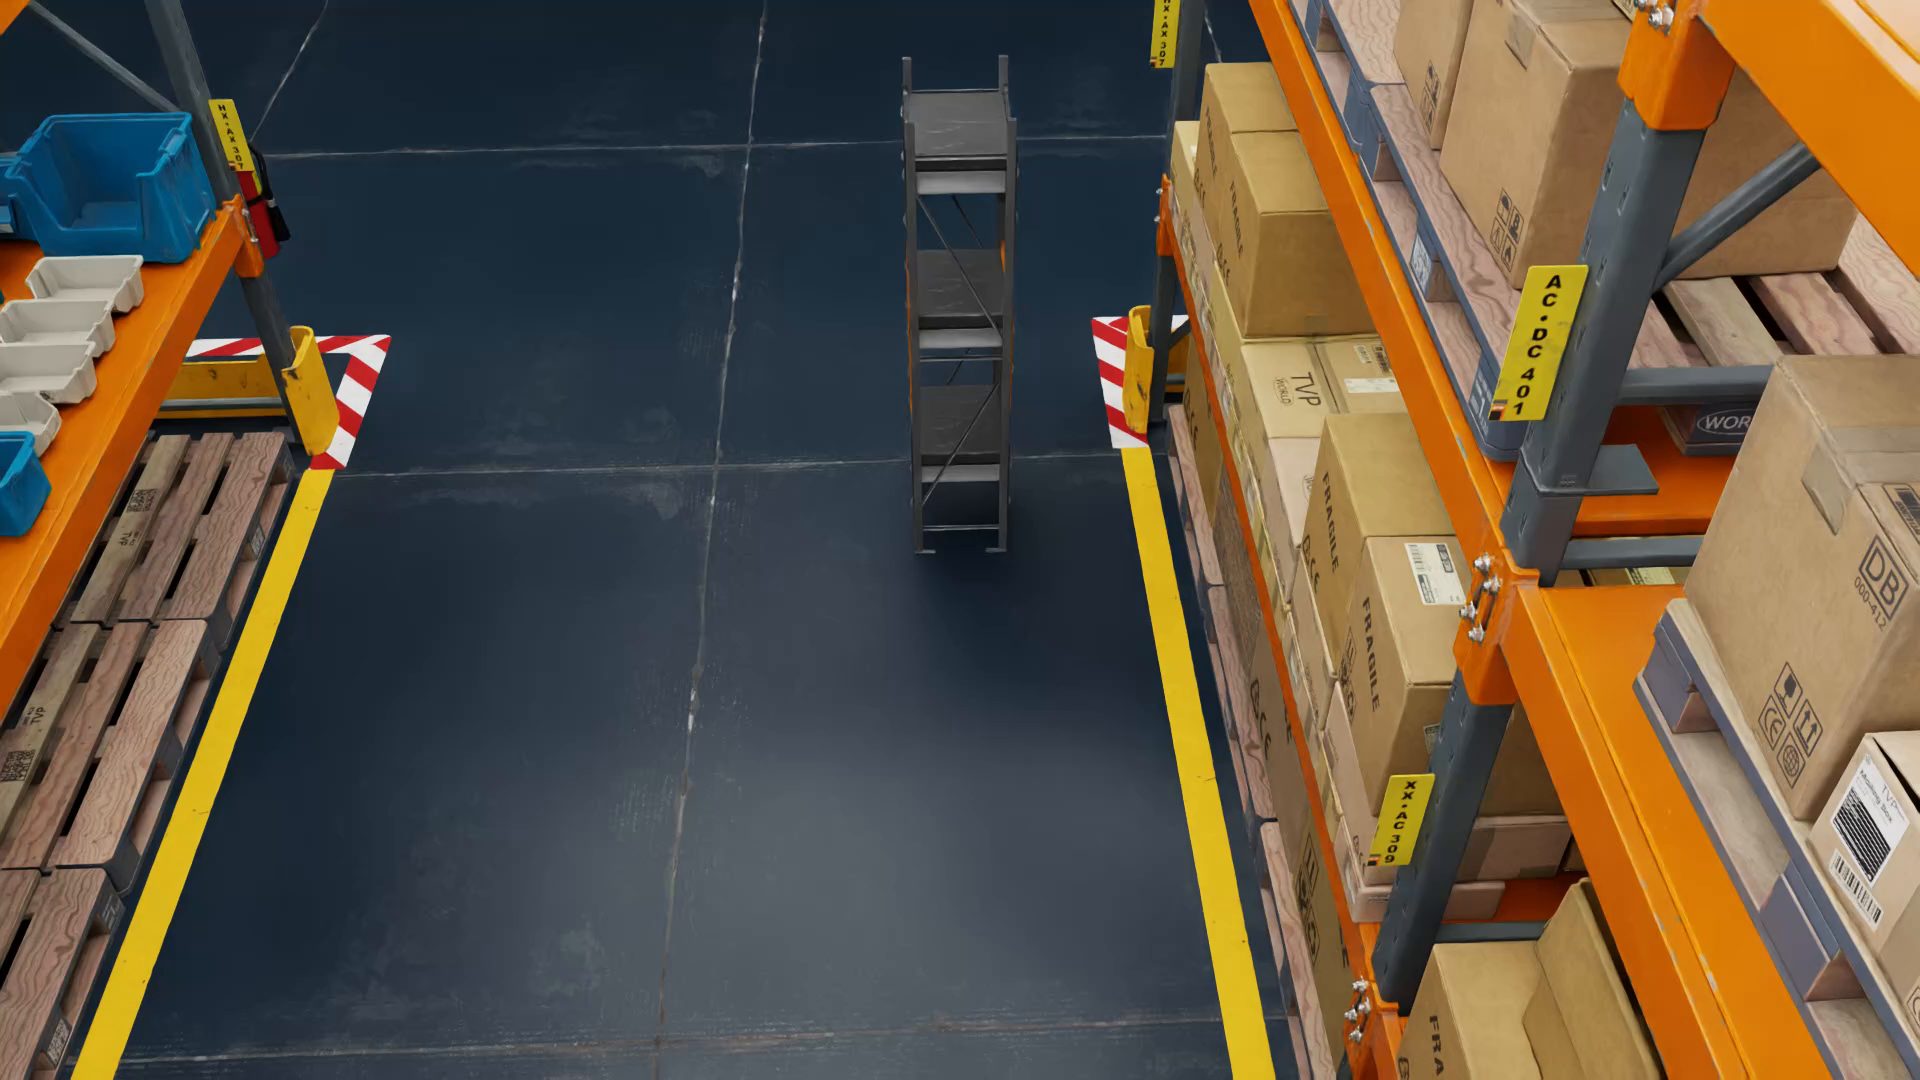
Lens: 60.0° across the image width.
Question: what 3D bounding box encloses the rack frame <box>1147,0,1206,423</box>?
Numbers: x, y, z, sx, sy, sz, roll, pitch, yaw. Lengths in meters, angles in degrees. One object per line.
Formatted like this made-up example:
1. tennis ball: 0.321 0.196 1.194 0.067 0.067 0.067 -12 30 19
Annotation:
1. rack frame: 1.385 -1.729 7.066 1.000 3.000 0.127 -2 43 -2

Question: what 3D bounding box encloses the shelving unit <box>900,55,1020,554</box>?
1. shelving unit: -0.007 -0.886 6.812 0.431 2.100 0.503 -2 43 -2

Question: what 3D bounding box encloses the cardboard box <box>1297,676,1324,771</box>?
1. cardboard box: 1.193 0.521 4.798 0.380 0.149 0.250 -2 43 -3

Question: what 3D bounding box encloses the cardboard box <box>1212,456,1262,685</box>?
1. cardboard box: 1.531 -0.056 6.503 0.875 0.875 0.875 -2 43 -2

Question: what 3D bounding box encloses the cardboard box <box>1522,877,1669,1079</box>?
1. cardboard box: 1.591 0.996 3.277 0.797 0.503 0.637 -3 43 -3

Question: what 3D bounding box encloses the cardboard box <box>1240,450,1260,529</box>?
1. cardboard box: 1.150 -0.172 5.553 0.380 0.149 0.250 -1 43 -1

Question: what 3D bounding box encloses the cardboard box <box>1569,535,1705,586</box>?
1. cardboard box: 1.790 0.310 4.177 0.500 0.500 0.500 -2 43 -2

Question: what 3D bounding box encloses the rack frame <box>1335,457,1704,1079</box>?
1. rack frame: 1.555 0.971 4.120 1.000 3.000 0.127 -2 43 -2

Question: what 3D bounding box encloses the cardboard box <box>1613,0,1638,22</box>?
1. cardboard box: 1.522 -1.274 3.336 0.500 0.250 0.500 -4 43 -5

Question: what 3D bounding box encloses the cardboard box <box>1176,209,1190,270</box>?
1. cardboard box: 1.083 -1.214 6.690 0.380 0.149 0.250 -2 43 -2

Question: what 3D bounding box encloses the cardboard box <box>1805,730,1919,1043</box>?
1. cardboard box: 1.512 0.487 2.184 0.500 0.311 0.500 -3 43 -3

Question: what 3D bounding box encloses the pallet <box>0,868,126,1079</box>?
1. pallet: -3.463 1.646 5.447 1.003 0.211 1.213 -2 43 -2

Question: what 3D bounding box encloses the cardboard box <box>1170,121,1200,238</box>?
1. cardboard box: 1.136 -1.451 6.654 0.500 0.250 0.500 -3 43 -3

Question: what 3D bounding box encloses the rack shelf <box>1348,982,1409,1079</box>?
1. rack shelf: 1.640 2.587 2.890 1.077 0.370 4.000 -2 43 -2

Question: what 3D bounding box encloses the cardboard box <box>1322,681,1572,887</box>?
1. cardboard box: 1.274 0.627 4.387 0.500 0.250 0.500 -2 43 -3

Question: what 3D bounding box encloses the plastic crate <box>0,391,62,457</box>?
1. plastic crate: -3.282 -0.384 5.749 0.298 0.136 0.250 -2 43 -2

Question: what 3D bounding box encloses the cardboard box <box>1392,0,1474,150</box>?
1. cardboard box: 1.444 -1.253 3.868 0.700 0.500 0.500 0 43 0

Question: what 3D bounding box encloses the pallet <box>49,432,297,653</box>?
1. pallet: -3.567 -0.001 7.245 1.003 0.211 1.213 -2 43 -2

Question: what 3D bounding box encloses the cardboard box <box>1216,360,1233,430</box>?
1. cardboard box: 1.128 -0.519 5.932 0.380 0.149 0.250 -2 43 -2

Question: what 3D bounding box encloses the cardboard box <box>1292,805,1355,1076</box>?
1. cardboard box: 1.607 1.152 5.185 0.875 0.875 0.875 -2 43 -2

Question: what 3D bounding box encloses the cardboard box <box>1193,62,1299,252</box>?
1. cardboard box: 1.157 -1.390 6.033 0.500 0.500 0.500 -3 43 -3

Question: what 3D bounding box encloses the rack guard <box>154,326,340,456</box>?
1. rack guard: -3.577 -0.681 7.773 1.175 0.500 0.348 -2 43 -2

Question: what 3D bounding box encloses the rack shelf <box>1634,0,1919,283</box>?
1. rack shelf: 1.640 0.523 0.998 1.077 0.370 4.000 -2 43 -2

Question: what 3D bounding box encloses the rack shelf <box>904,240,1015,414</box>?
1. rack shelf: -0.007 -0.876 6.821 0.431 0.518 0.480 -2 43 -2

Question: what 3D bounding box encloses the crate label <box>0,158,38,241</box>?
1. crate label: -3.882 -1.371 6.755 0.416 0.233 0.303 -2 43 -2

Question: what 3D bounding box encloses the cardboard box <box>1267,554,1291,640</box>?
1. cardboard box: 1.171 0.173 5.177 0.380 0.149 0.250 -1 43 -1

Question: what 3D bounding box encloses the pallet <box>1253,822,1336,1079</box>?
1. pallet: 1.601 1.484 5.625 1.003 0.211 1.213 -2 43 -2

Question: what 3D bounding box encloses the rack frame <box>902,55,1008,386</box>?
1. rack frame: -0.017 -1.051 6.992 0.400 2.100 0.015 -2 43 -2

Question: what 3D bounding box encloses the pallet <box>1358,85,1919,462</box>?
1. pallet: 1.531 -0.654 3.739 1.003 0.211 1.213 -2 43 -2

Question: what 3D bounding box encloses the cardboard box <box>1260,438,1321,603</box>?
1. cardboard box: 1.228 -0.067 5.144 0.500 0.250 0.500 -1 43 -1

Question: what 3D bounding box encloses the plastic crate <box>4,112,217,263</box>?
1. plastic crate: -3.362 -1.401 6.638 0.616 0.435 0.499 -2 43 -2

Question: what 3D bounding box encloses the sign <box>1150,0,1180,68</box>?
1. sign: 0.831 -2.065 6.734 0.100 0.325 0.005 -2 43 -2

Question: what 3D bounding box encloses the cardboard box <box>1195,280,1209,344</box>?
1. cardboard box: 1.106 -0.865 6.310 0.380 0.149 0.250 -2 43 -2

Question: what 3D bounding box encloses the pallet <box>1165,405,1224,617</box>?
1. pallet: 1.497 -0.163 7.422 1.003 0.211 1.213 -2 43 -2

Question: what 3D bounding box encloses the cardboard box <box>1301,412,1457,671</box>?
1. cardboard box: 1.251 0.000 4.516 0.500 0.500 0.500 -1 43 -1

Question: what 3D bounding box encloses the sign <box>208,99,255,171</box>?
1. sign: -3.014 -1.674 6.885 0.100 0.325 0.005 -2 43 -2

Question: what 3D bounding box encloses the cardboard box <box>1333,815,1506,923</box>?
1. cardboard box: 1.215 0.868 4.419 0.380 0.149 0.250 -1 43 -2

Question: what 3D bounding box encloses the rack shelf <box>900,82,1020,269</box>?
1. rack shelf: -0.007 -1.392 6.348 0.431 0.518 0.480 -2 43 -2

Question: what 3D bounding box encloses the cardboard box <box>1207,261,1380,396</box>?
1. cardboard box: 1.182 -0.761 5.901 0.500 0.250 0.500 -3 43 -3

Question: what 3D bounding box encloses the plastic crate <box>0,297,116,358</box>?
1. plastic crate: -3.350 -0.770 6.171 0.396 0.136 0.243 -2 43 -2

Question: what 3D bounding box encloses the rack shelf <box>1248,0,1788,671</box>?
1. rack shelf: 1.470 -1.219 4.822 1.077 0.370 4.000 -2 43 -2
